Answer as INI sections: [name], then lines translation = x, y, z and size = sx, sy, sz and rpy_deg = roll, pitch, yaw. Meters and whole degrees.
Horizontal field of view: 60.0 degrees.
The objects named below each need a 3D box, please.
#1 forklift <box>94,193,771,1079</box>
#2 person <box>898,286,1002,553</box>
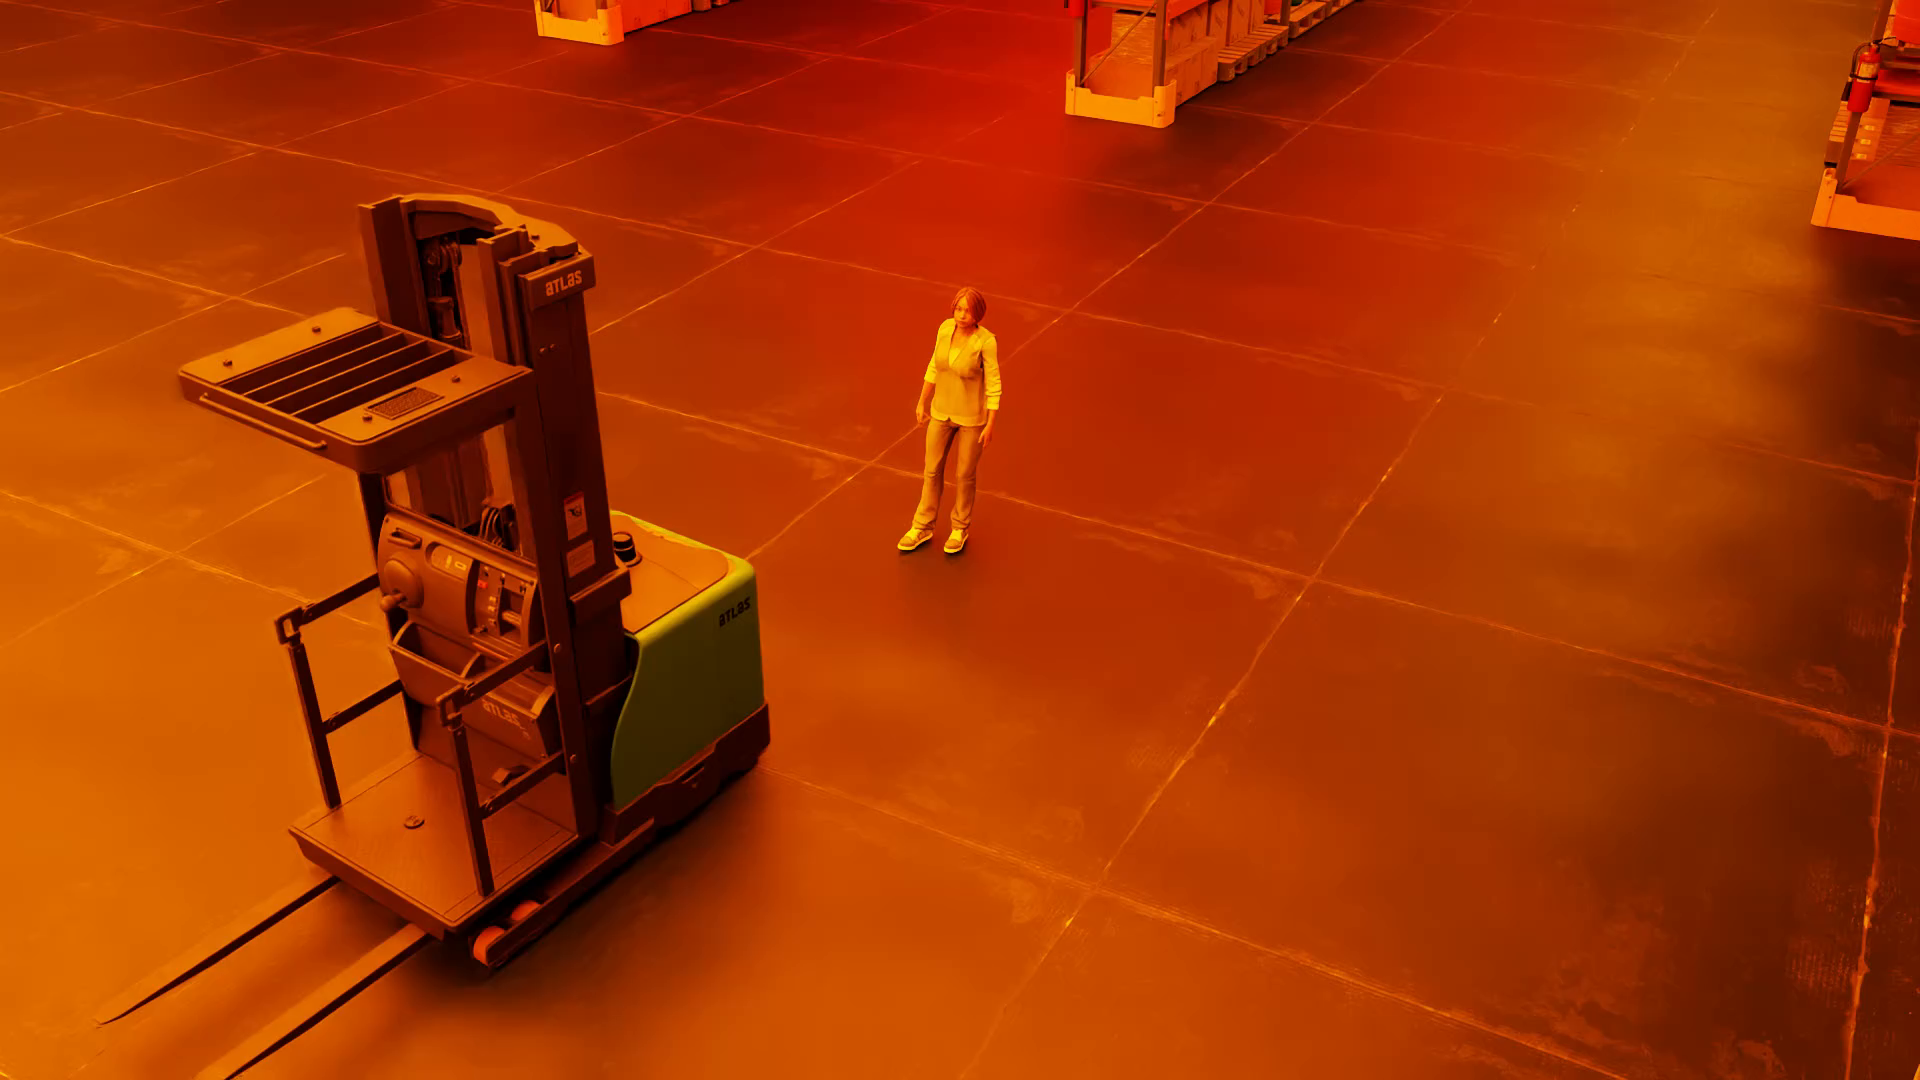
[forklift]
translation = -2.185, 0.233, 6.667
size = 1.130, 2.935, 3.031
rpy_deg = 19, 35, 30
[person]
translation = -0.048, -0.660, 9.556
size = 0.520, 1.574, 0.475
rpy_deg = 15, 33, 25
